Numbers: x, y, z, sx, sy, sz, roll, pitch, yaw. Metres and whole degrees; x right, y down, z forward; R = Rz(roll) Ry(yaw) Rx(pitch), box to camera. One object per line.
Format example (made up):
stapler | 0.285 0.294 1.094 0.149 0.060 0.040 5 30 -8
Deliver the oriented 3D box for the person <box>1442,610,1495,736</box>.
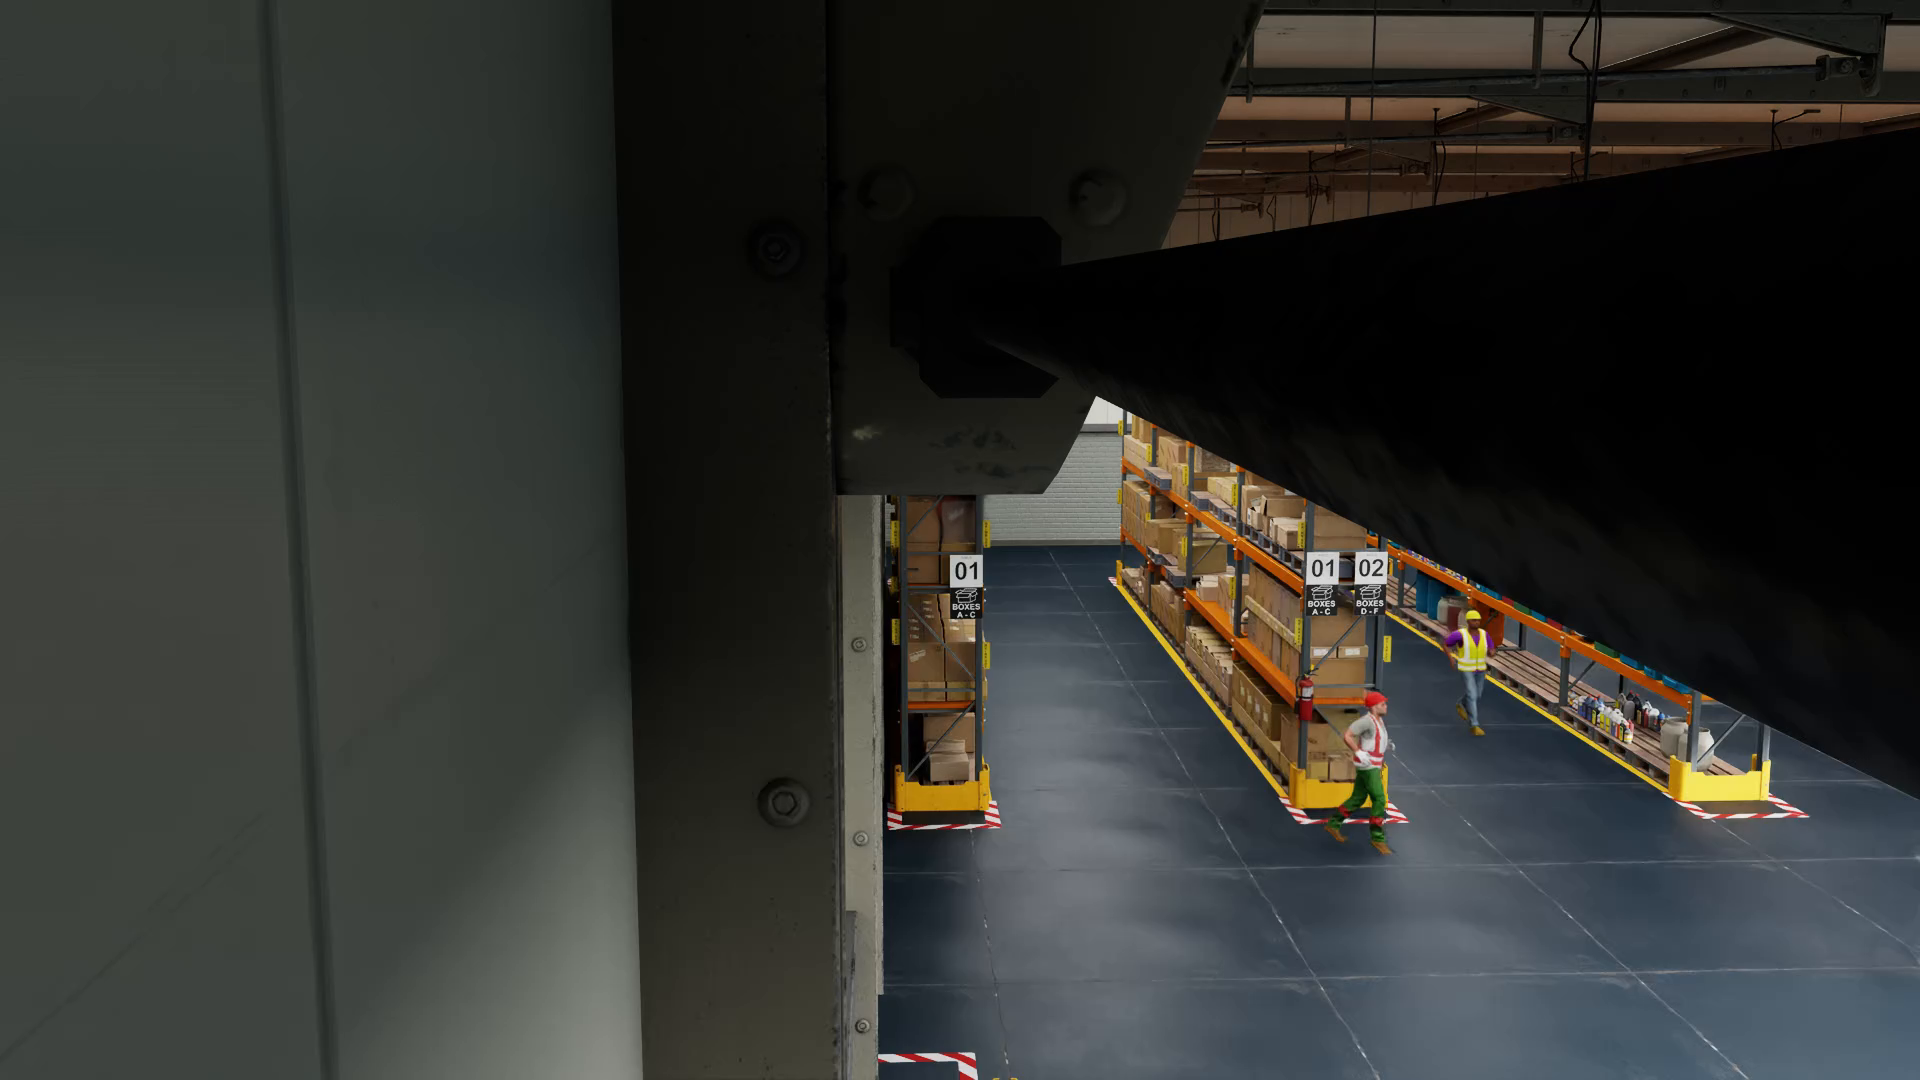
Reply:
person | 7.437 1.885 24.172 0.707 1.745 0.987 -2 9 -13

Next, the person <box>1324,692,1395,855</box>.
person | 4.673 2.650 19.215 0.826 1.827 0.673 4 9 24
